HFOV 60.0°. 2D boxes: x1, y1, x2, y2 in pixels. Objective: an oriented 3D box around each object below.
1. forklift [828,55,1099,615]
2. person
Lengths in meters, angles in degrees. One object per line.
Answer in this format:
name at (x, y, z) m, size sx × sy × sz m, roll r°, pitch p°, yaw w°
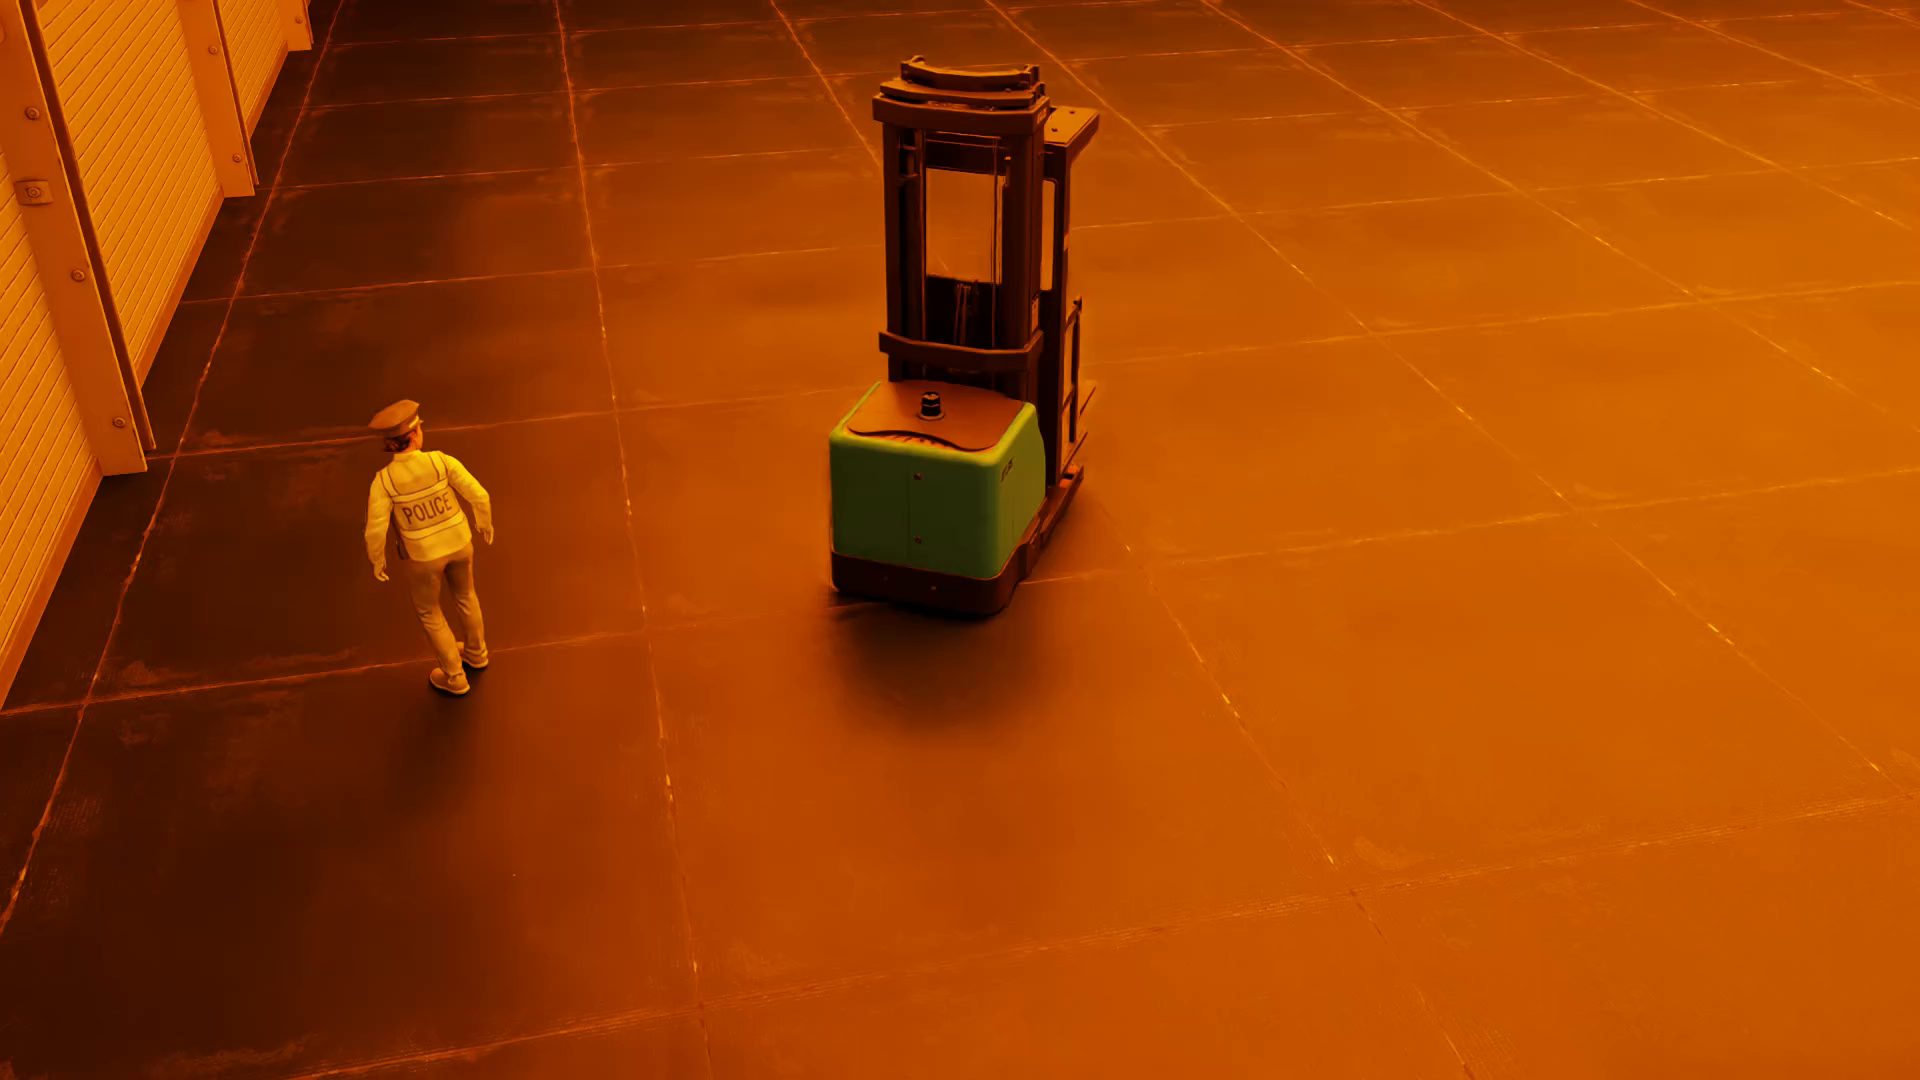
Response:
forklift at (0.185, -1.561, 10.272) m, size 1.130 × 2.935 × 3.031 m, roll 10°, pitch 31°, yaw 16°
person at (-2.809, 0.034, 8.791) m, size 0.687 × 1.658 × 0.459 m, roll -22°, pitch 36°, yaw -33°
